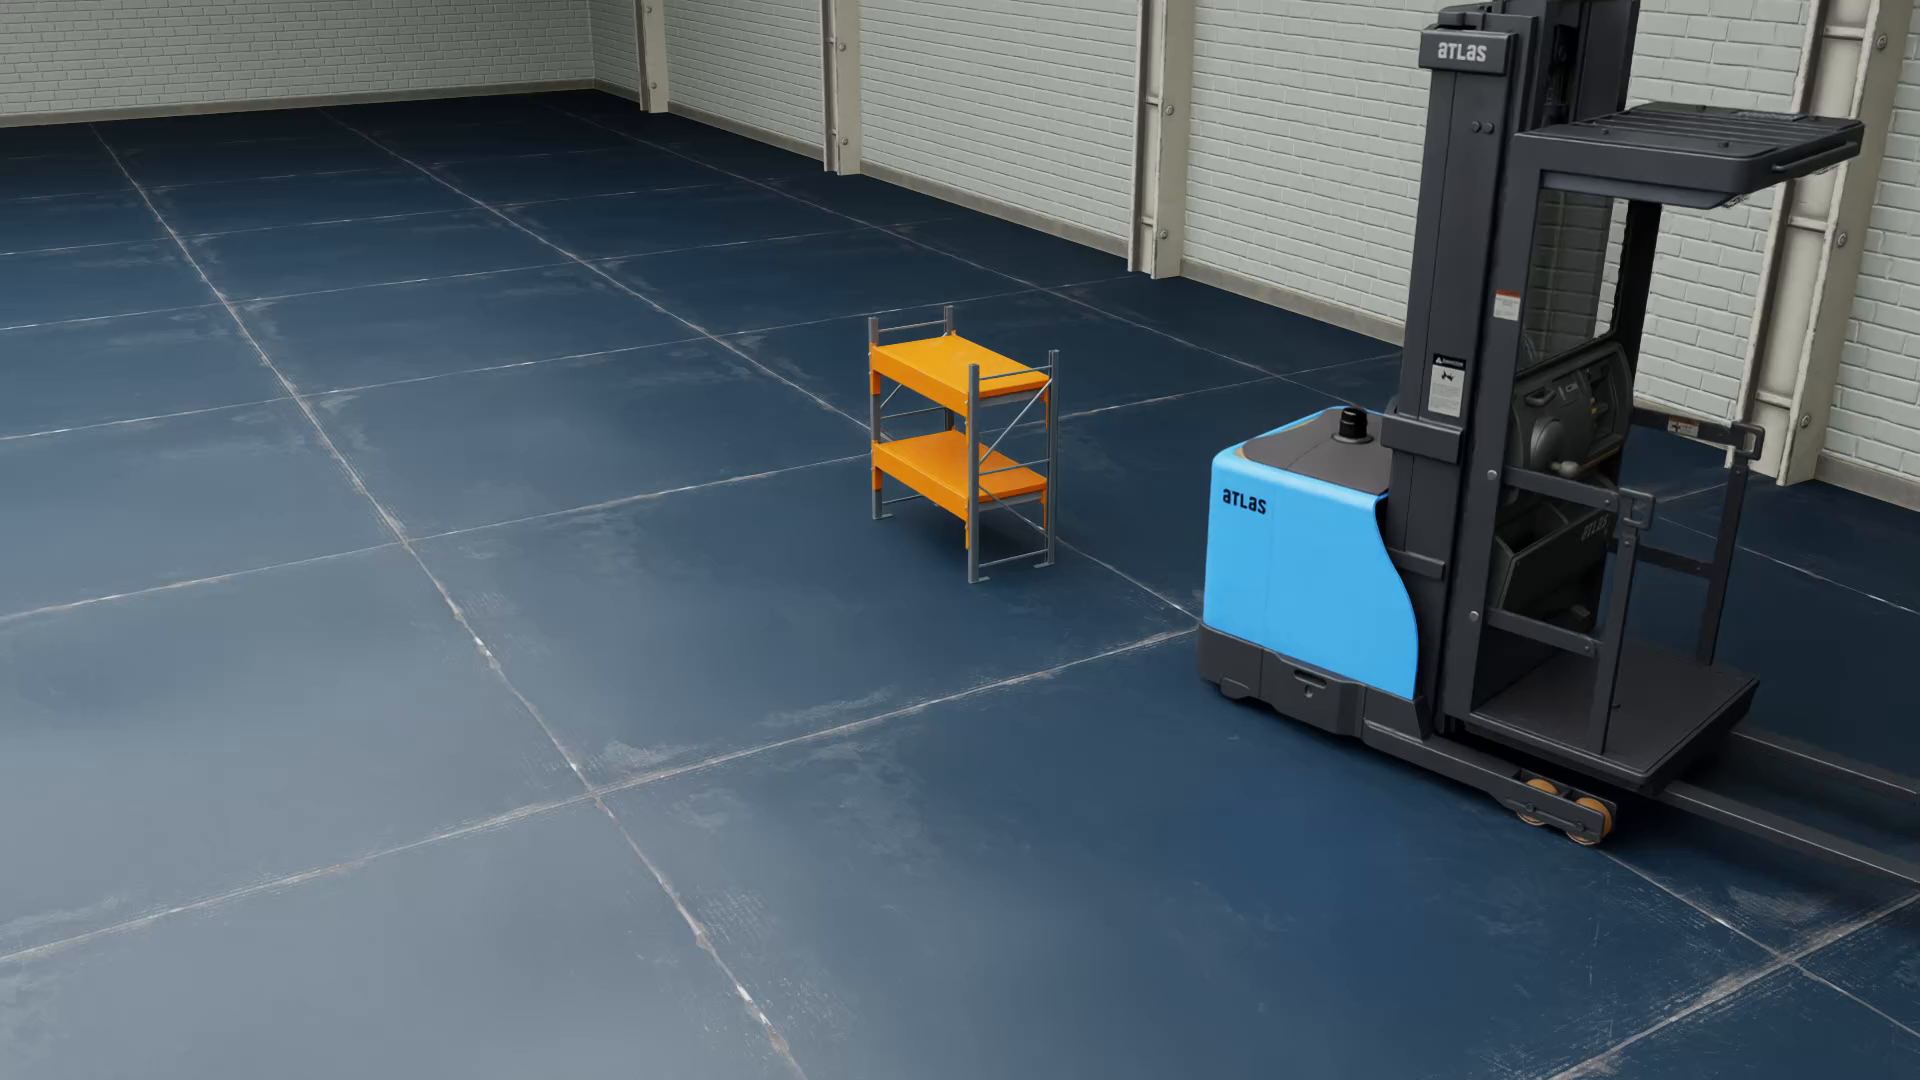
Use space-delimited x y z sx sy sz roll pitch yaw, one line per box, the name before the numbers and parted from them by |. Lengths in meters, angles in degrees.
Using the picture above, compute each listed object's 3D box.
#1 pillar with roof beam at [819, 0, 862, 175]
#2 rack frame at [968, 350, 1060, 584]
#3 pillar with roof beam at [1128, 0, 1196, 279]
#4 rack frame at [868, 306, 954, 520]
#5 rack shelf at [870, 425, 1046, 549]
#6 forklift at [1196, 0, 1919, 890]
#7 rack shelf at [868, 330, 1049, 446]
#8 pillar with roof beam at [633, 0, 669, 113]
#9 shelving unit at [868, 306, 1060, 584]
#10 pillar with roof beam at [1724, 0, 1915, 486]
pillar with roof beam | -5.058 -7.626 15.624 9.100 9.000 0.400 -13 25 -28
rack frame | 0.263 -0.354 8.189 0.500 1.125 0.032 -13 25 -28
pillar with roof beam | -1.993 -5.684 10.845 9.100 9.000 0.400 -13 25 -28
rack frame | -0.256 -0.683 8.999 0.500 1.125 0.032 -13 25 -28
rack shelf | 0.003 -0.292 8.686 0.538 0.278 1.000 -13 25 -28
forklift | 2.436 -0.466 6.066 3.031 2.935 1.130 20 29 40
rack shelf | 0.003 -0.790 8.484 0.538 0.278 1.000 -13 25 -28
pillar with roof beam | -8.123 -9.569 20.402 9.100 9.000 0.400 -13 25 -28
shelving unit | 0.003 -0.519 8.594 0.538 1.125 1.048 -13 25 -28
pillar with roof beam | 1.072 -3.742 6.067 9.100 9.000 0.400 -13 25 -28
